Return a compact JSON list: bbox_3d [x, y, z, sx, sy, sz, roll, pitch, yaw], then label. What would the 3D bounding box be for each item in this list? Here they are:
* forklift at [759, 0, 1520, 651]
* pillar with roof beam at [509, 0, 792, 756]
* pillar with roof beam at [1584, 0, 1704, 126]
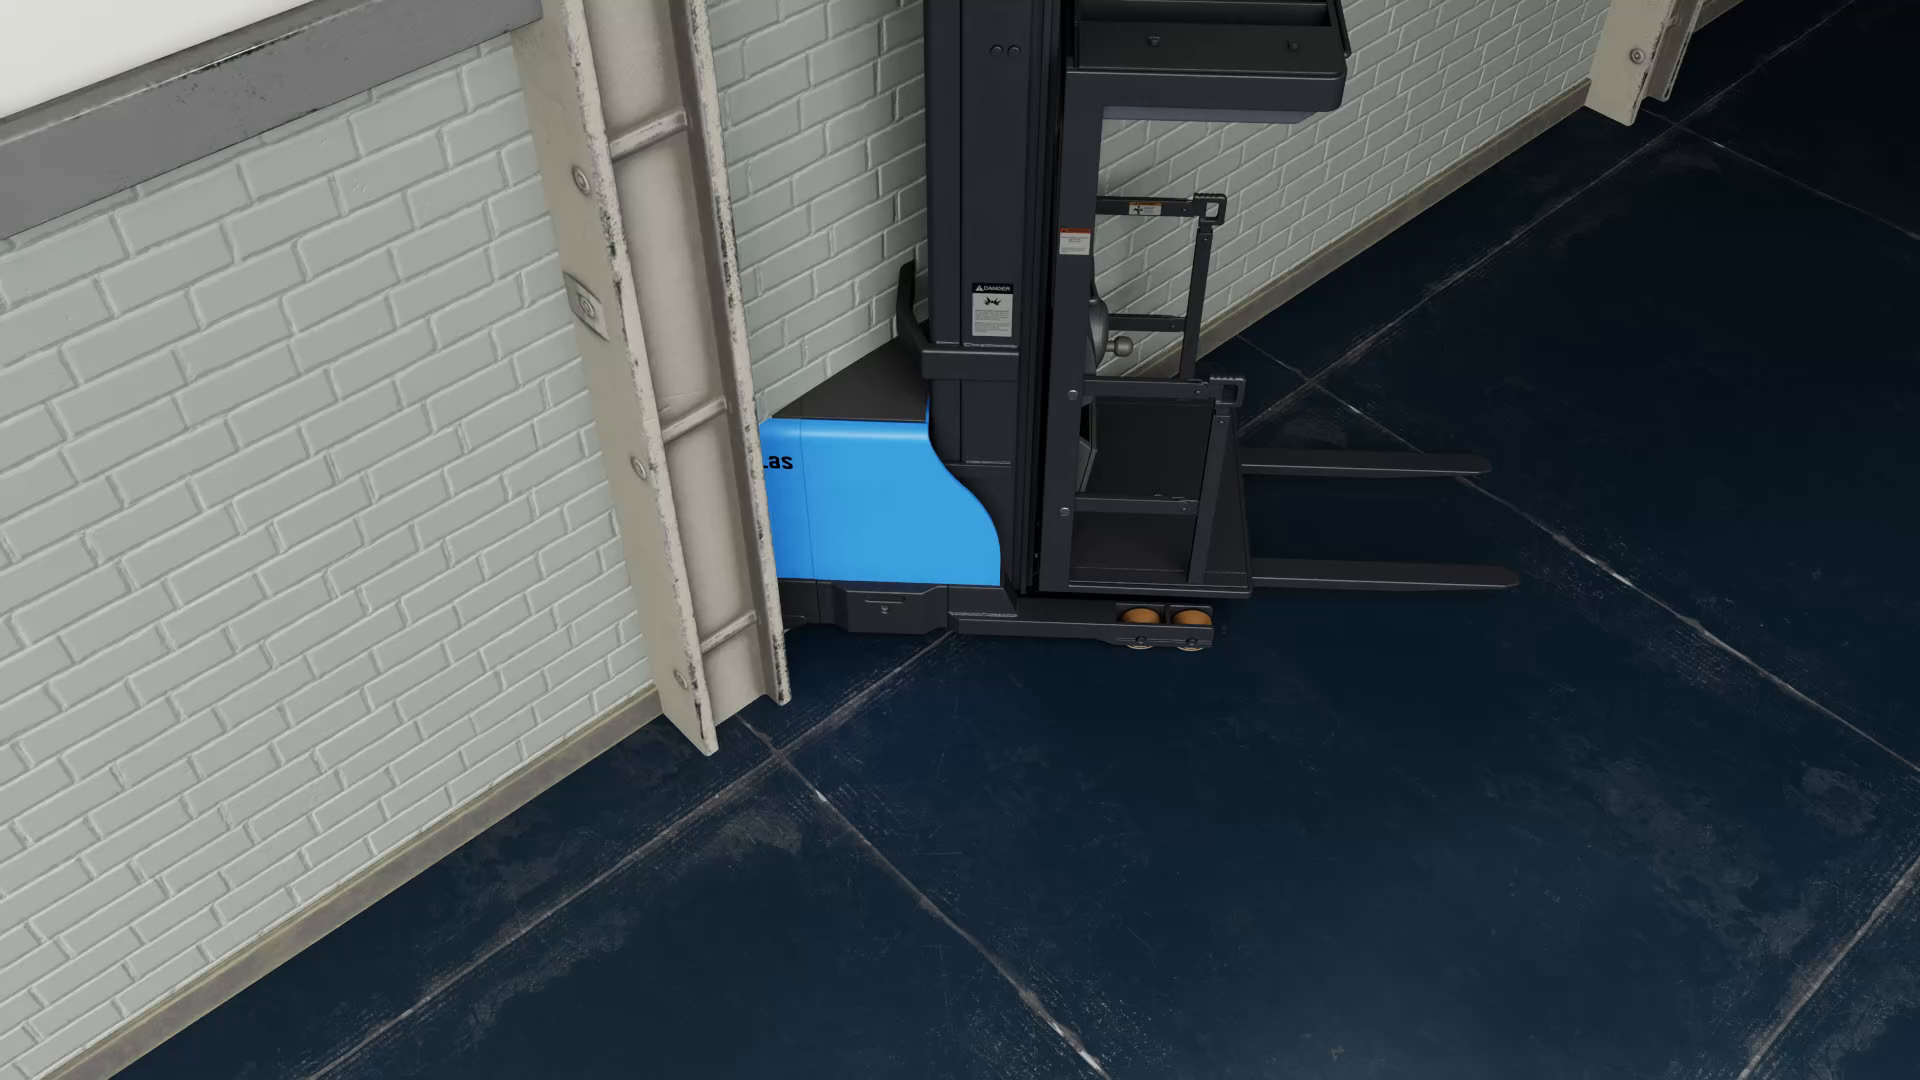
[{"bbox_3d":[0.624,-0.973,5.653,3.031,2.935,1.130,2,47,2],"label":"forklift"},{"bbox_3d":[2.022,-0.106,0.725,0.400,9.000,9.100,-34,56,-27],"label":"pillar with roof beam"},{"bbox_3d":[6.462,-3.072,3.462,0.400,9.000,9.100,-34,56,-27],"label":"pillar with roof beam"}]
